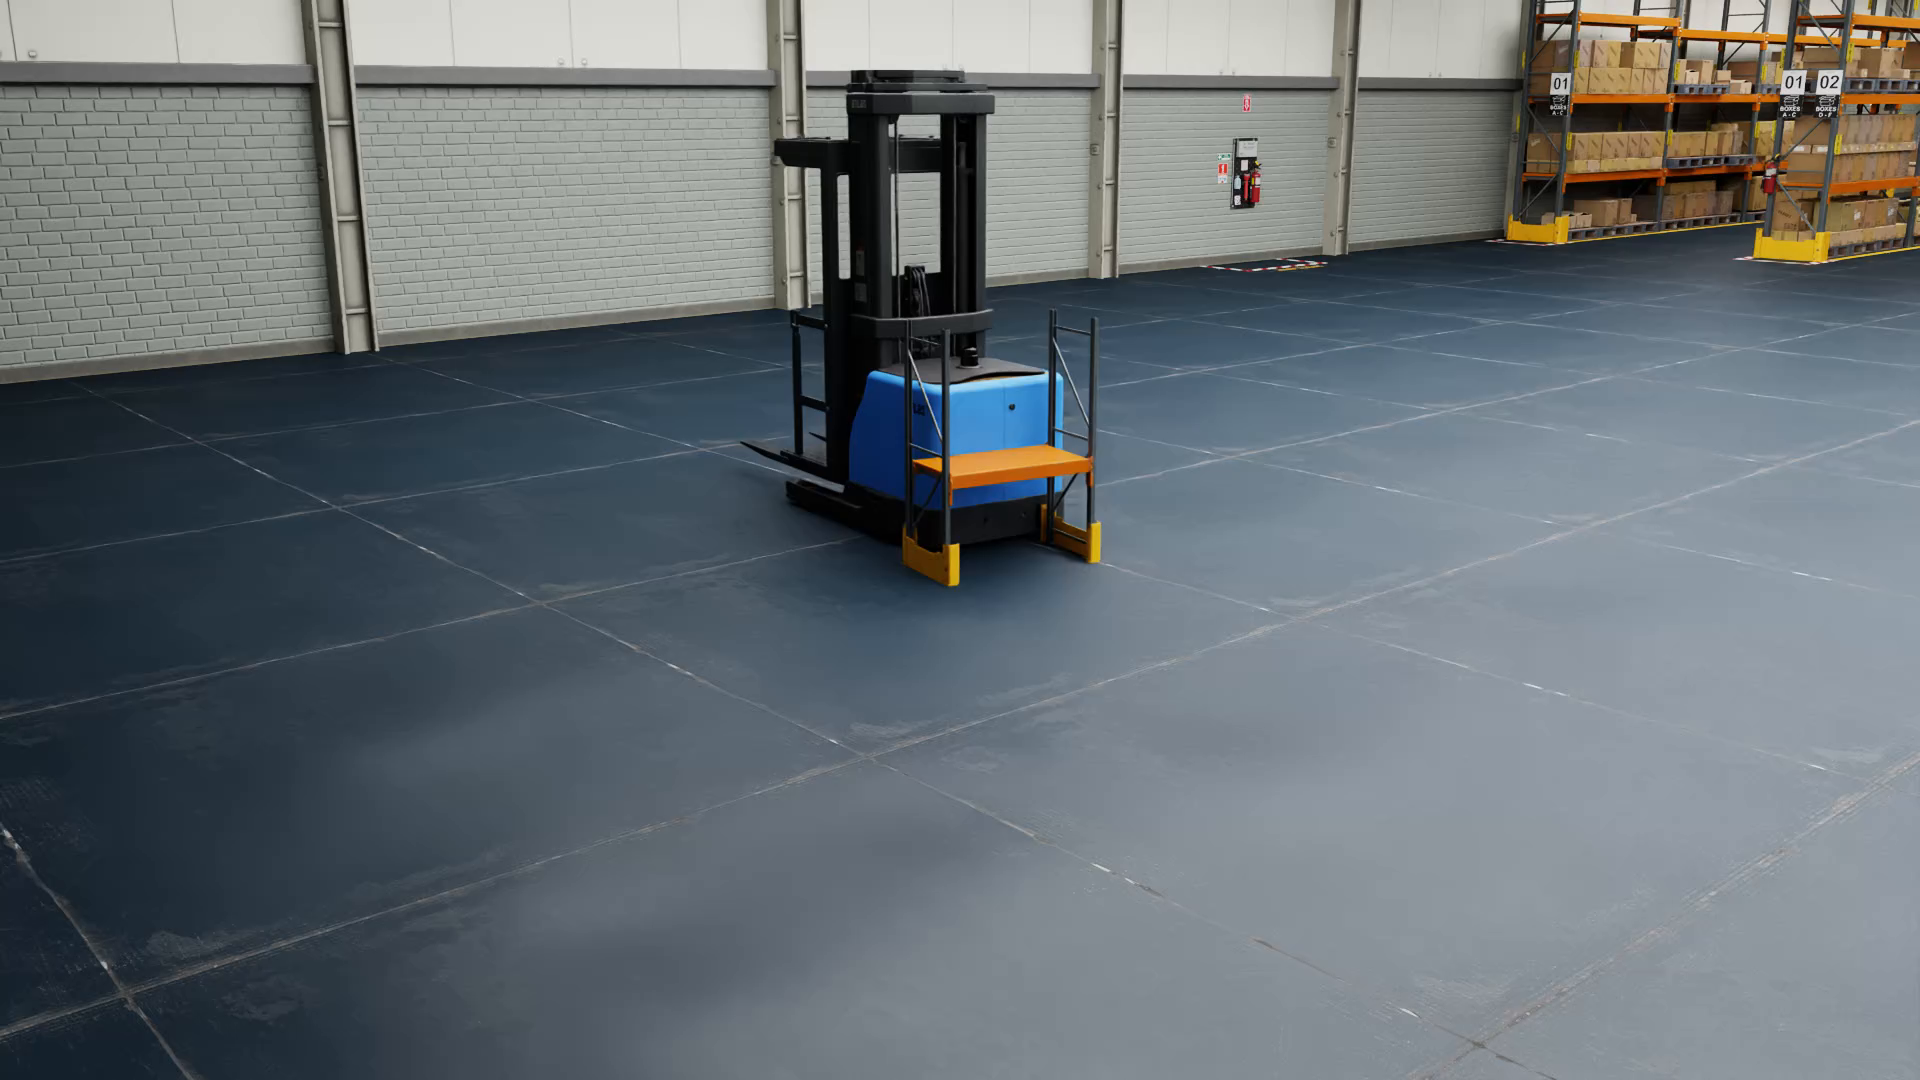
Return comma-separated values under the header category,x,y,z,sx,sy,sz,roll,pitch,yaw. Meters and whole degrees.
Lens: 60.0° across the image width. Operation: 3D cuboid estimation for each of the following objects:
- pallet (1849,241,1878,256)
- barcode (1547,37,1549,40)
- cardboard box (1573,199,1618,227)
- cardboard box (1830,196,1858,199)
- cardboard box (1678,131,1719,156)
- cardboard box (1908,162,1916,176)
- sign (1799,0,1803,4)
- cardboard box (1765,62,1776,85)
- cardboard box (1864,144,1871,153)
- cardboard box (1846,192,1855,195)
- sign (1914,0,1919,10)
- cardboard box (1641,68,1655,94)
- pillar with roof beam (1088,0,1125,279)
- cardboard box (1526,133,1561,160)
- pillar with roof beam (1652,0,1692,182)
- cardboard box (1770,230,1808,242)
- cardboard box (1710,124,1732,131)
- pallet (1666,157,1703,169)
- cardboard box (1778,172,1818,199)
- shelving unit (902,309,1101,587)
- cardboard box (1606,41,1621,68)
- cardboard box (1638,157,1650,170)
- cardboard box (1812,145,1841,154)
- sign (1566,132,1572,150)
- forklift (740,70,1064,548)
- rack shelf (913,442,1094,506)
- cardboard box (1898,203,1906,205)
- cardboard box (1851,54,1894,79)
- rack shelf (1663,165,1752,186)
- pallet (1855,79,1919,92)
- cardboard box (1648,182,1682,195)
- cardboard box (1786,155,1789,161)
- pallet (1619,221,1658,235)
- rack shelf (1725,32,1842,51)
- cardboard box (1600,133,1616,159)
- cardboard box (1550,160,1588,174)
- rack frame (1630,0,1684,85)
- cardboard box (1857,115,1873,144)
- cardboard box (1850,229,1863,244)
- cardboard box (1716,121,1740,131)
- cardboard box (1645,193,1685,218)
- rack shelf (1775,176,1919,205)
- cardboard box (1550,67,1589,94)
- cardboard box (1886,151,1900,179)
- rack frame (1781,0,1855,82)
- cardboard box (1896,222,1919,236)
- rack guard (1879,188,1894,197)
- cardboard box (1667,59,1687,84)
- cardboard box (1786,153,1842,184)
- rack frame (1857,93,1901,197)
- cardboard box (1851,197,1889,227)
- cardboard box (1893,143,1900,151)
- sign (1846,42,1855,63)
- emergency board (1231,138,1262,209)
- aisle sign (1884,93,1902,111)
category,x,y,z,sx,sy,sz,roll,pitch,yaw
pallet,16.079,-5.391,30.523,1.213,0.211,1.003,-13,19,-39
barcode,11.563,-9.847,32.695,0.075,0.075,0.001,-13,19,-39
cardboard box,12.953,-6.674,33.916,0.500,0.500,0.700,-14,21,-43
cardboard box,16.318,-6.122,30.919,0.500,0.500,0.500,-13,19,-39
cardboard box,16.117,-8.678,36.379,0.500,0.500,0.700,-13,19,-39
cardboard box,17.970,-7.092,31.779,0.500,0.250,0.500,-11,19,-36
sign,20.062,-12.930,39.602,0.005,0.325,0.100,-13,19,-39
cardboard box,18.084,-10.617,37.827,0.500,0.500,0.700,-14,20,-42
cardboard box,16.017,-7.000,29.692,0.250,0.149,0.380,-13,20,-40
cardboard box,21.809,-8.664,41.405,0.500,0.500,0.700,-12,19,-38
sign,23.771,-13.349,41.324,0.005,0.325,0.100,-13,19,-39
cardboard box,13.764,-9.327,33.809,0.500,0.500,0.500,14,20,42
pillar with roof beam,5.089,-7.673,22.039,0.400,9.000,9.100,-13,19,-39
cardboard box,11.571,-7.779,32.860,0.500,0.500,0.500,-13,20,-40
pillar with roof beam,18.668,-10.722,33.454,0.400,9.000,9.100,-13,19,-39
cardboard box,14.820,-5.418,29.735,0.500,0.250,0.500,-13,19,-39
cardboard box,16.917,-9.166,36.951,0.380,0.149,0.250,12,19,38
pallet,15.045,-8.045,35.427,1.213,0.211,1.003,-13,19,-39
cardboard box,20.003,-8.420,39.813,0.750,0.750,0.750,-12,19,-39
shelving unit,0.255,-0.583,10.028,1.083,1.500,0.587,-8,17,-29
cardboard box,12.596,-9.531,32.637,0.500,0.500,0.500,-12,19,-38
cardboard box,13.833,-7.751,34.209,0.500,0.250,0.500,-13,19,-39
cardboard box,15.047,-6.781,28.874,0.250,0.149,0.380,-13,20,-40
sign,11.712,-7.671,31.979,0.005,0.325,0.100,-13,19,-39
forklift,-0.564,-1.685,11.377,1.130,2.935,3.031,-10,18,-33
rack shelf,0.247,-0.409,10.070,1.000,0.185,0.538,-8,17,-29
cardboard box,18.133,-6.432,32.444,0.500,0.311,0.500,-12,19,-38
cardboard box,16.302,-8.588,29.990,0.637,0.503,0.797,-10,18,-33
rack shelf,15.882,-8.028,36.384,4.000,0.370,1.077,-13,19,-39
pallet,17.001,-8.329,30.480,1.213,0.211,1.003,-13,19,-39
cardboard box,15.247,-7.607,35.953,0.500,0.250,0.500,-13,20,-41
cardboard box,19.144,-8.918,38.772,0.250,0.149,0.380,-12,19,-38
pallet,13.889,-6.568,34.931,1.213,0.211,1.003,-13,19,-39
rack shelf,18.899,-11.410,38.199,4.000,0.370,1.077,-13,19,-39
cardboard box,12.686,-7.849,33.119,0.500,0.500,0.500,-13,20,-41
cardboard box,11.932,-7.317,32.581,0.500,0.250,0.500,-13,20,-41
rack frame,14.373,-10.935,34.249,0.127,3.000,1.000,-13,19,-39
cardboard box,15.783,-7.331,29.676,0.500,0.500,0.700,-13,19,-39
cardboard box,15.913,-5.487,29.994,0.500,0.250,0.500,-13,19,-39
cardboard box,17.562,-9.405,37.886,0.500,0.250,0.500,-12,19,-38
cardboard box,15.274,-7.266,36.132,0.500,0.500,0.700,-13,20,-40
rack shelf,16.119,-6.386,30.240,4.000,0.370,1.077,-13,19,-39
cardboard box,11.772,-8.874,32.114,0.500,0.500,0.500,-12,19,-38
cardboard box,16.903,-6.954,30.777,0.500,0.500,0.700,-13,20,-40
rack frame,14.610,-9.293,28.104,0.127,3.000,1.000,-13,19,-39
cardboard box,18.094,-5.967,31.791,0.500,0.250,0.500,-13,20,-41
rack guard,23.443,-8.866,42.971,0.348,0.500,1.175,-13,19,-39
cardboard box,14.838,-9.814,34.857,0.500,0.500,0.500,-9,18,-32
cardboard box,14.970,-6.520,29.152,0.500,0.500,0.700,-13,19,-39
rack frame,23.425,-10.069,42.634,0.127,3.000,1.000,-13,19,-39
cardboard box,16.661,-6.020,30.537,0.500,0.500,0.500,-13,19,-39
cardboard box,16.982,-7.215,30.499,0.250,0.149,0.380,-13,20,-39
sign,14.970,-8.196,27.960,0.005,0.325,0.100,-13,19,-39
emergency board,4.900,-6.218,28.216,0.643,1.169,0.194,-13,19,-39
aisle sign,23.677,-11.279,42.125,0.004,0.787,0.394,-13,19,-39
